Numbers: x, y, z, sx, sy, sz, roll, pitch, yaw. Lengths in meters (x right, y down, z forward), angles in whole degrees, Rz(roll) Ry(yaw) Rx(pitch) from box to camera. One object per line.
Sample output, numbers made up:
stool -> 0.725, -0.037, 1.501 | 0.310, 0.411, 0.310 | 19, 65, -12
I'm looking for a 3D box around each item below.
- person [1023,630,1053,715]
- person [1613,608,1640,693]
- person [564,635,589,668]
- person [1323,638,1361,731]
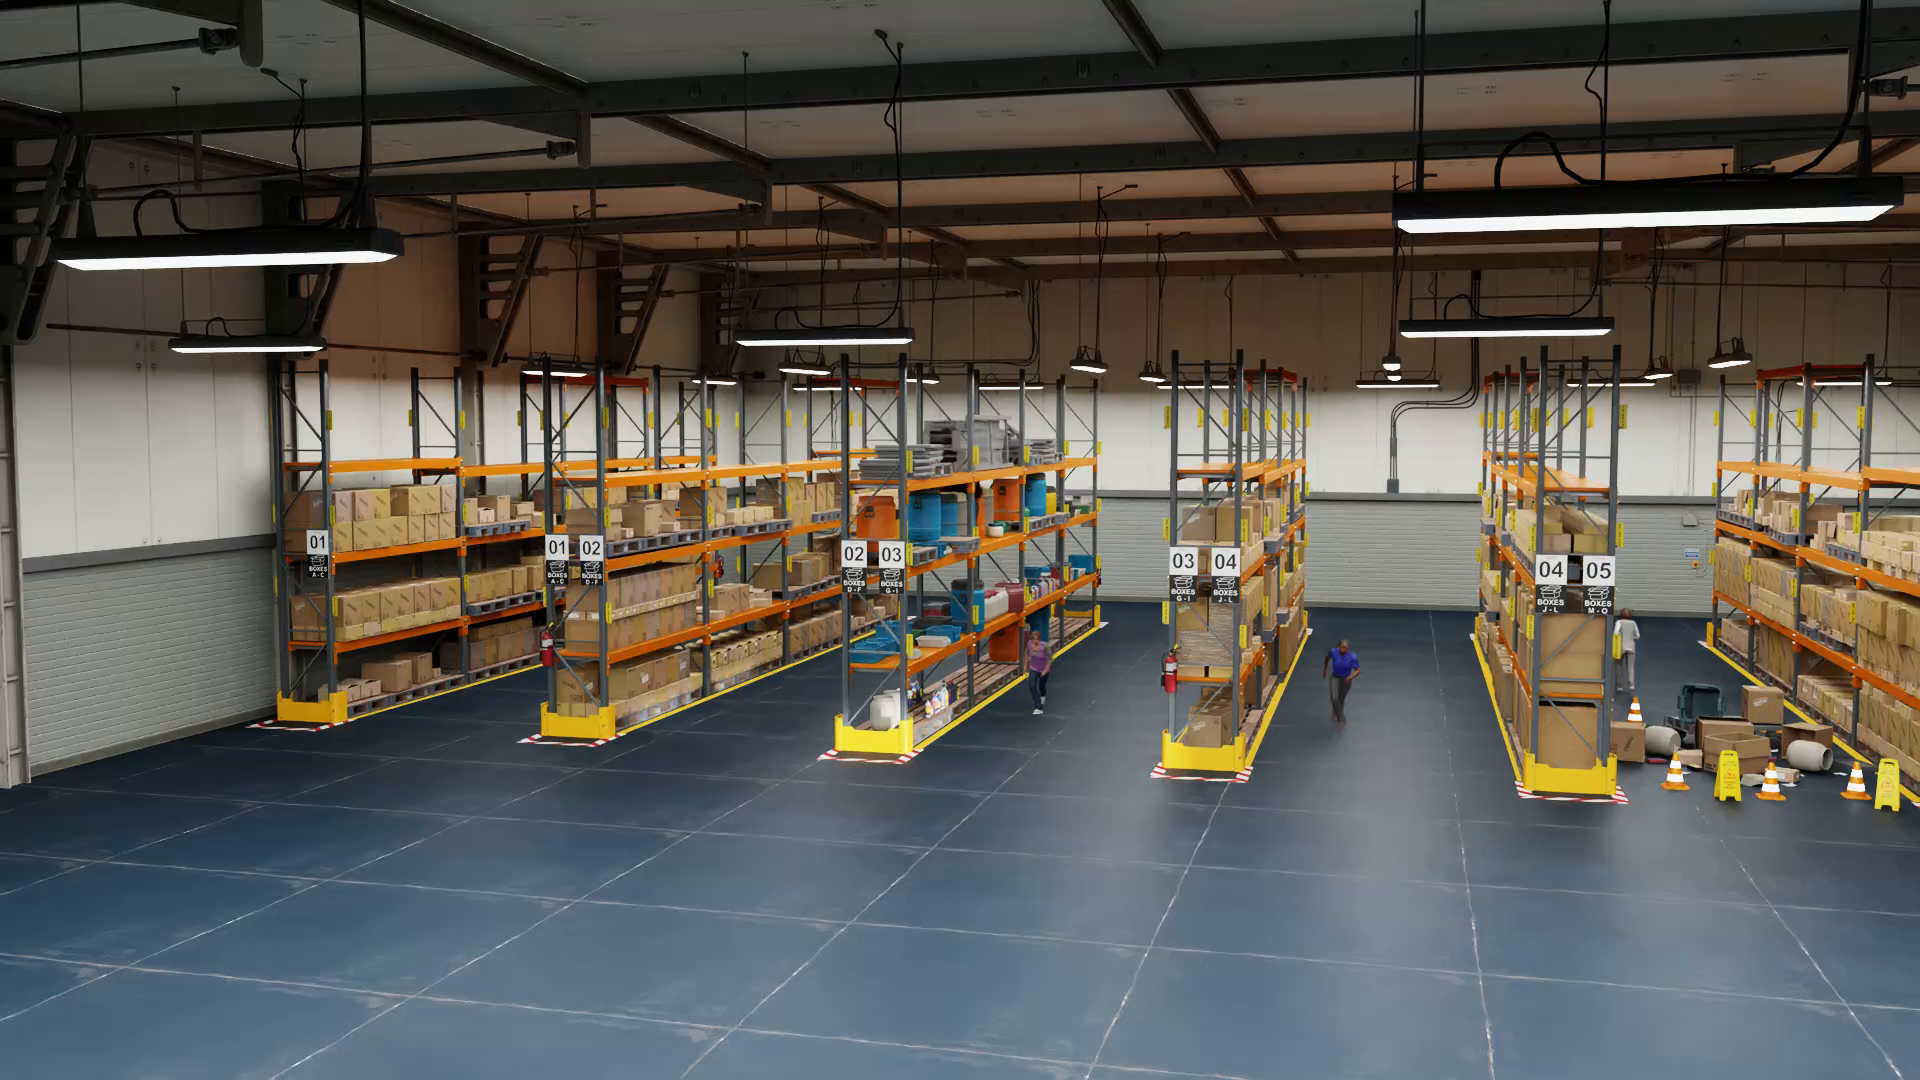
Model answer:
person -> 1.383, 2.229, 28.498 | 0.519, 1.450, 0.980 | 1, 4, 17
person -> 12.107, 2.027, 30.235 | 0.546, 1.573, 0.923 | 1, 4, 9
person -> -6.765, 2.033, 29.810 | 0.580, 1.684, 0.947 | 1, 4, 11
person -> 6.203, 2.296, 27.072 | 0.584, 1.499, 1.028 | 1, 4, 10
